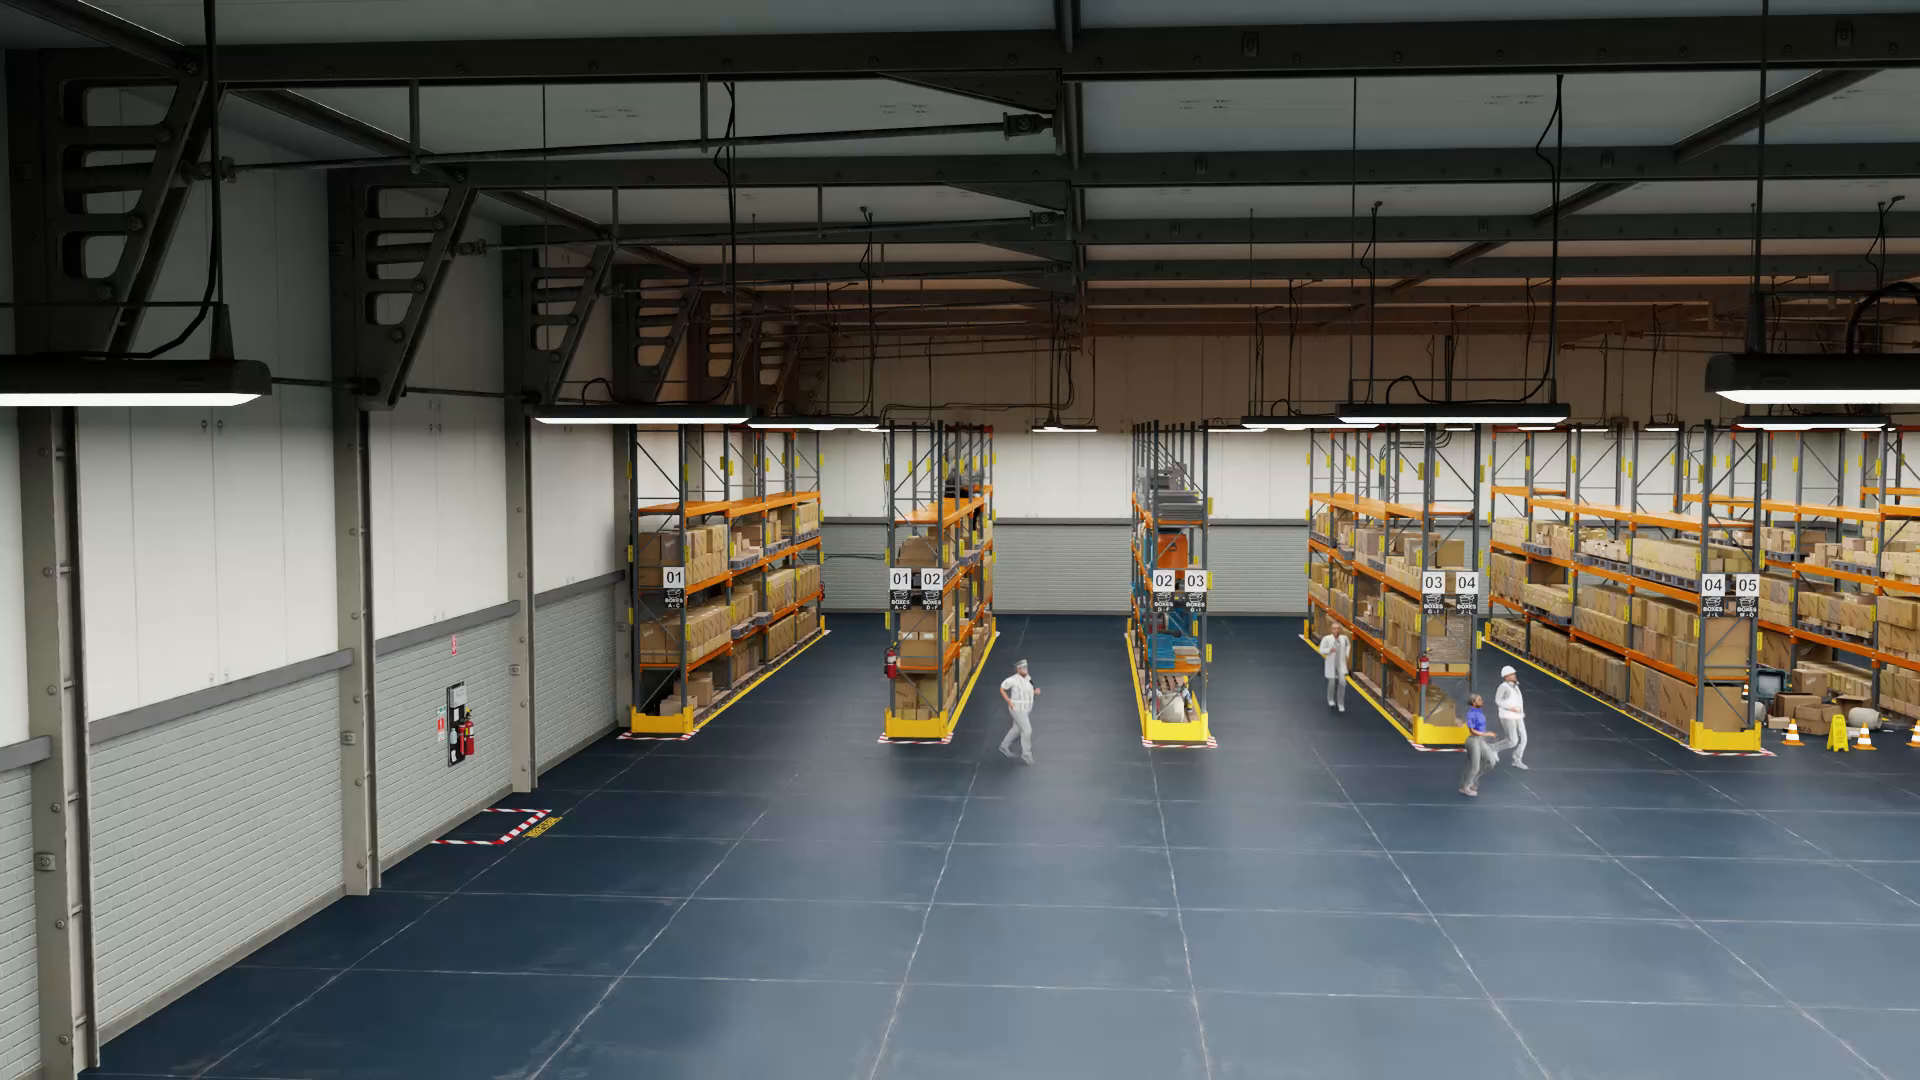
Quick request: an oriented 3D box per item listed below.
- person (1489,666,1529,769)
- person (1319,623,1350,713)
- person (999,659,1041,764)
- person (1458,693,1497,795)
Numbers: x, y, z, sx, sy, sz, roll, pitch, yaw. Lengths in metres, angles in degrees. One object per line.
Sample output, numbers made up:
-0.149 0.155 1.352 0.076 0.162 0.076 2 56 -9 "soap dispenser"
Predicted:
9.452 3.051 28.628 0.676 1.765 0.694 -4 5 -44 "person"
7.808 2.649 34.579 0.690 1.842 0.823 0 4 3 "person"
1.045 3.001 29.187 0.814 1.852 0.630 2 4 31 "person"
8.231 3.236 26.368 0.590 1.619 0.557 3 5 37 "person"
